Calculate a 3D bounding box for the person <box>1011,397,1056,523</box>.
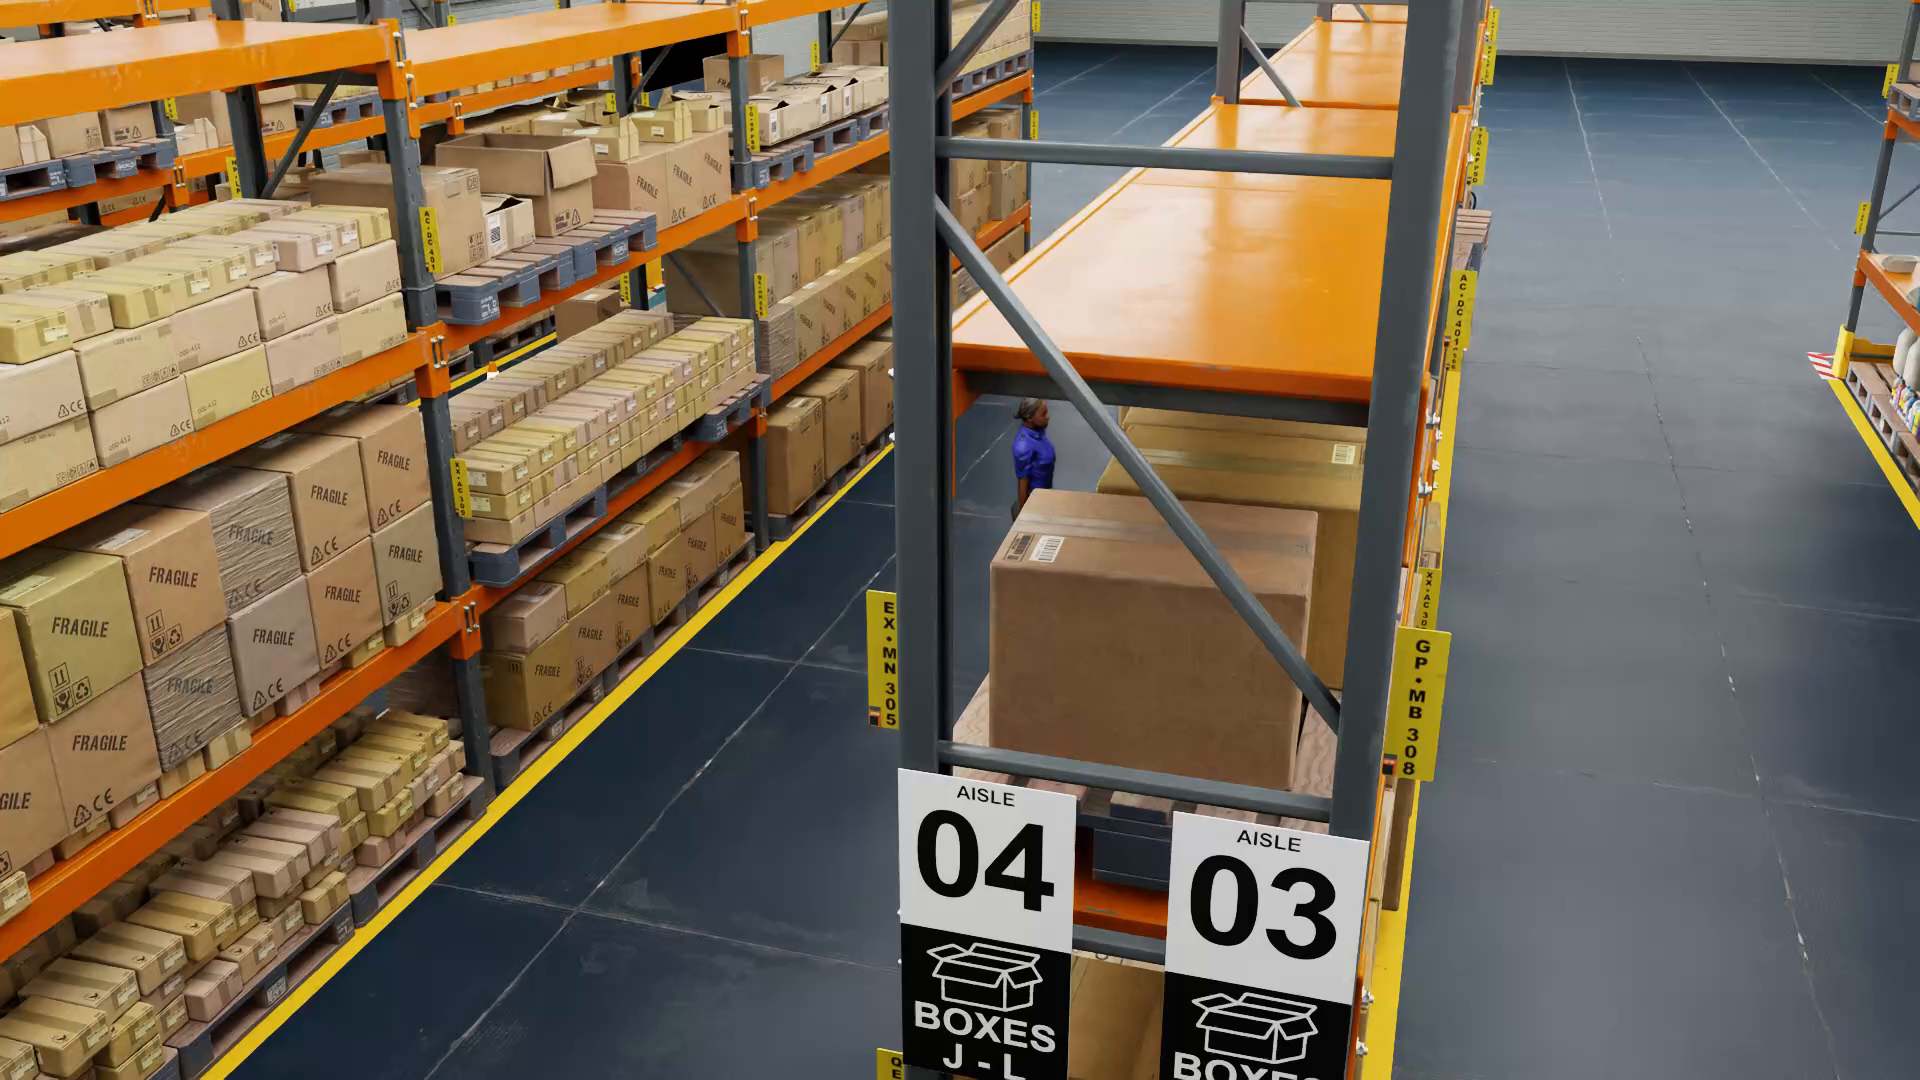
[{"bbox_3d":[0.536,-0.196,11.631,0.428,1.698,0.466,7,23,17],"label":"person"}]
